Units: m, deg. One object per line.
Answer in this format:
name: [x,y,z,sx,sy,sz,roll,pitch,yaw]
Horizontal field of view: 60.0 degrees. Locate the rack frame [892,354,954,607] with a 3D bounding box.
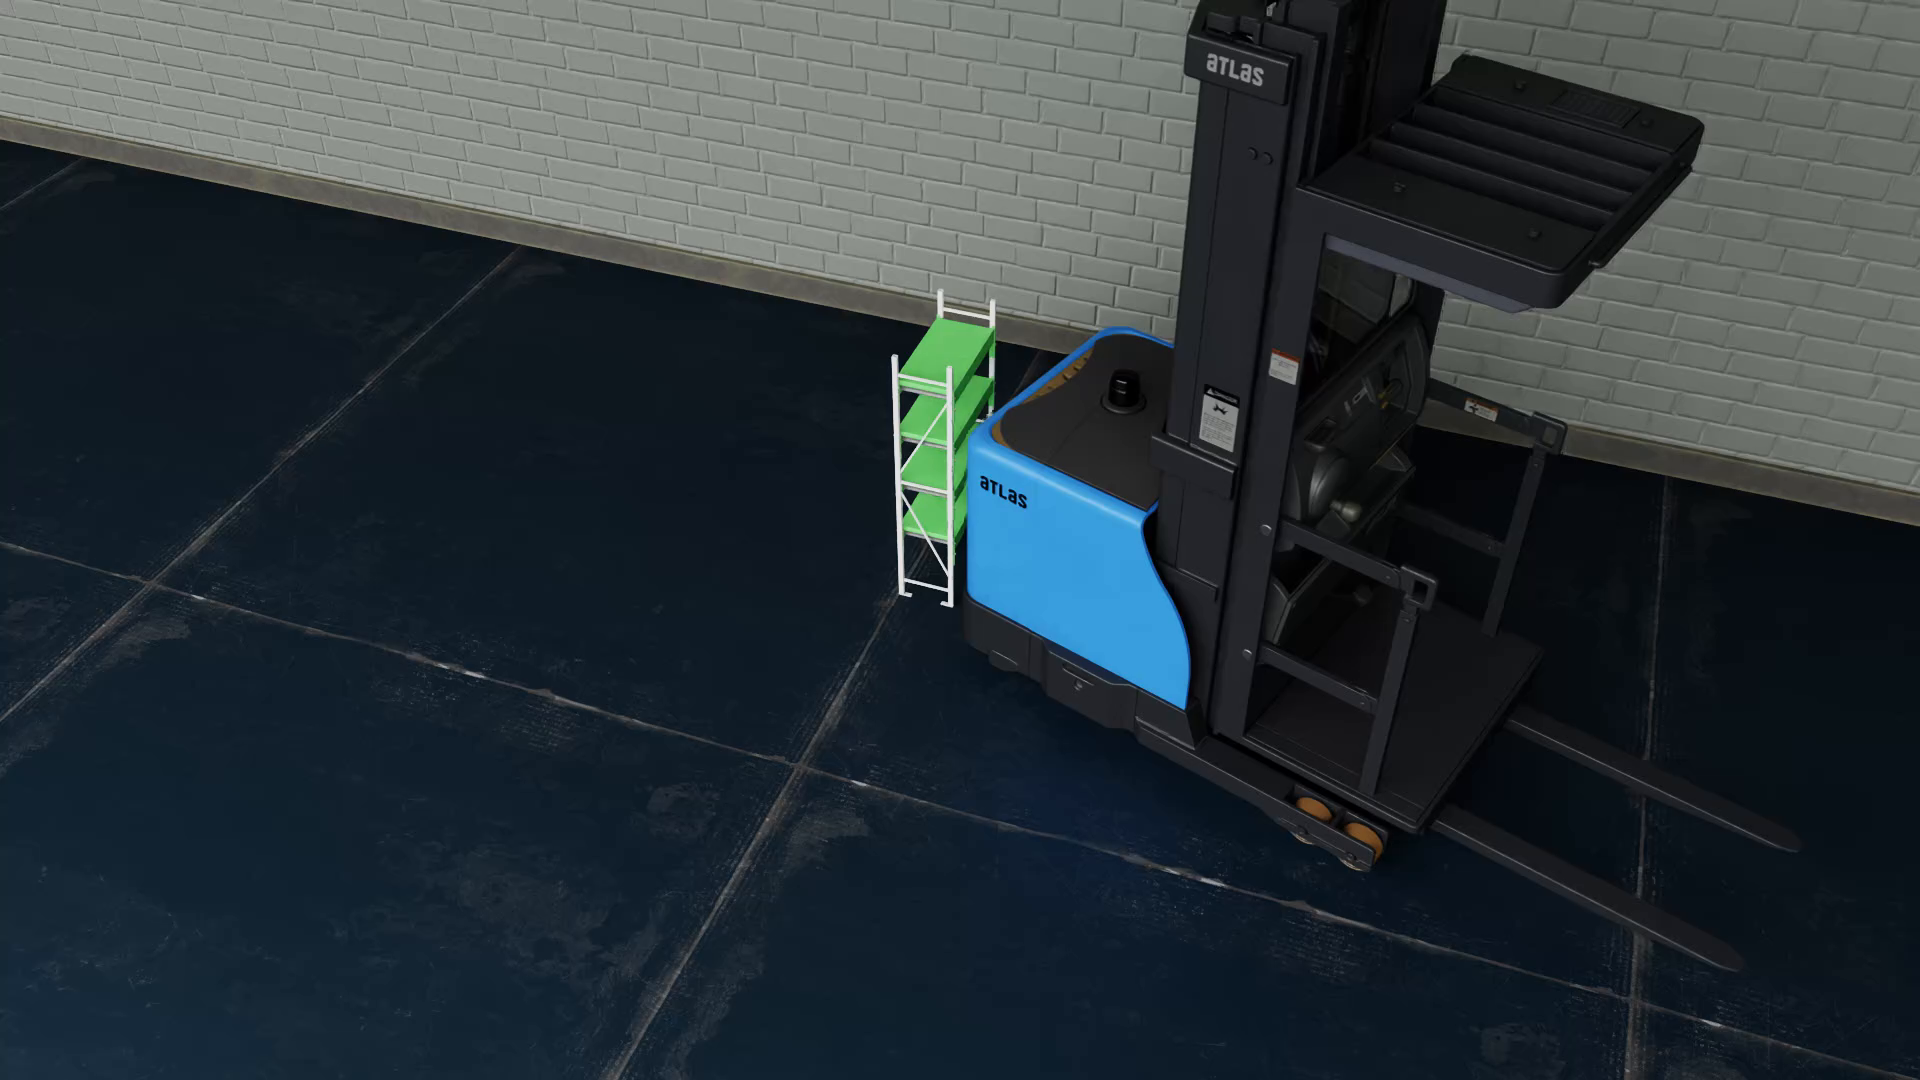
rack frame: [-0.140,-0.207,6.568,0.240,1.200,0.015,13,42,15]

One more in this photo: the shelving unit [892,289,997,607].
shelving unit: [-0.057,-0.356,6.742,0.258,1.200,0.503,13,42,15]

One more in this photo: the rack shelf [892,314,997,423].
rack shelf: [-0.057,-0.672,6.472,0.258,0.148,0.480,13,42,15]

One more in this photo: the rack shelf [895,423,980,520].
rack shelf: [-0.057,-0.307,6.784,0.258,0.148,0.480,13,42,15]

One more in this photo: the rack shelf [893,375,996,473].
rack shelf: [-0.057,-0.489,6.628,0.258,0.148,0.480,13,42,15]

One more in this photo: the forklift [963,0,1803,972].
forklift: [1.487,-0.342,5.392,3.031,2.935,1.130,27,47,28]

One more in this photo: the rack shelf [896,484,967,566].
rack shelf: [-0.057,-0.124,6.939,0.258,0.148,0.480,13,42,15]

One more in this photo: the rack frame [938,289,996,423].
rack frame: [0.027,-0.504,6.917,0.240,1.200,0.015,13,42,15]
